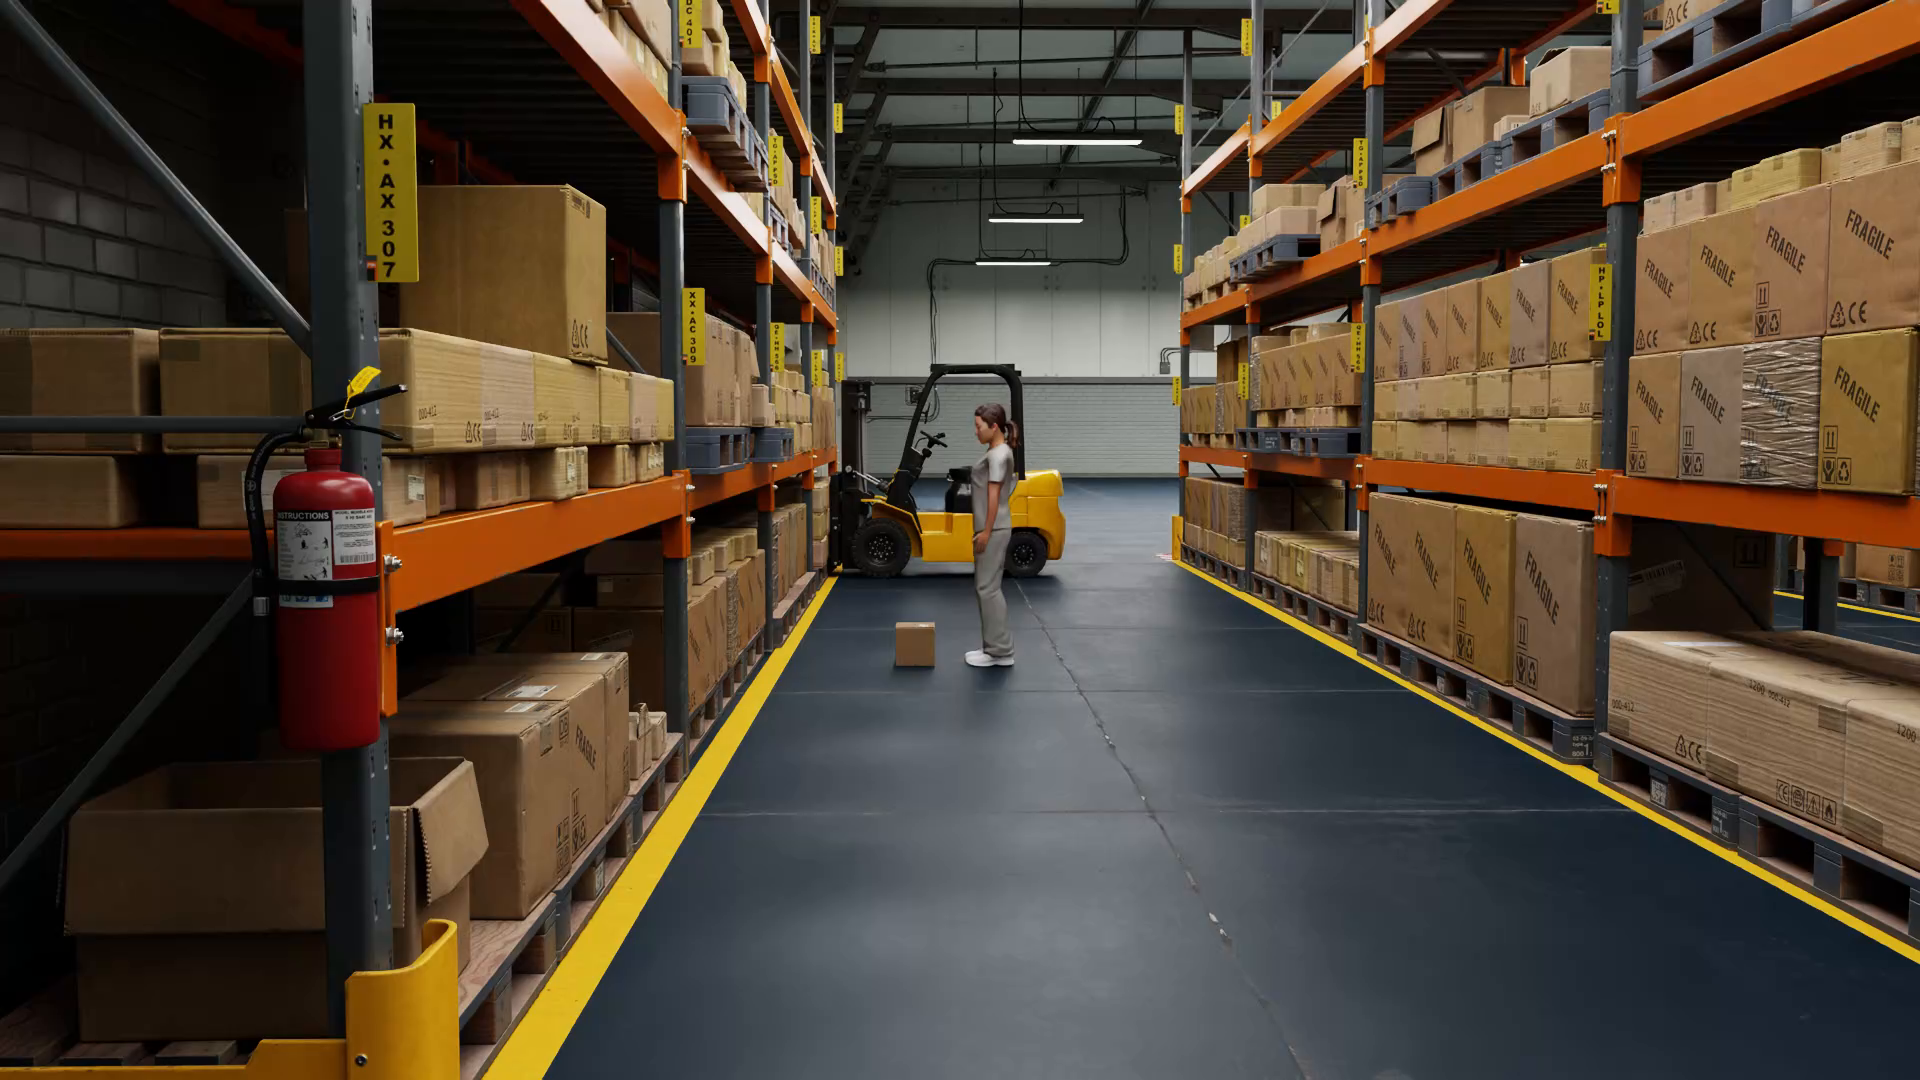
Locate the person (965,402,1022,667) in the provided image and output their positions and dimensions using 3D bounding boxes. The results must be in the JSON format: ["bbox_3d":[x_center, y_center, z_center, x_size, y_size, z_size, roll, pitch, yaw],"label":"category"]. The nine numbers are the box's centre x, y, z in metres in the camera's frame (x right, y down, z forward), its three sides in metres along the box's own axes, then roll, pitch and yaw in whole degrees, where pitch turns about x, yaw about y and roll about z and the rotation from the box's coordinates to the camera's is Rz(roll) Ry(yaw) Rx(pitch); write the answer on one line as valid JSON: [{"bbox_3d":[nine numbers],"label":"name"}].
[{"bbox_3d":[0.215,-0.038,10.583,0.361,1.672,0.441,0,4,0],"label":"person"}]
